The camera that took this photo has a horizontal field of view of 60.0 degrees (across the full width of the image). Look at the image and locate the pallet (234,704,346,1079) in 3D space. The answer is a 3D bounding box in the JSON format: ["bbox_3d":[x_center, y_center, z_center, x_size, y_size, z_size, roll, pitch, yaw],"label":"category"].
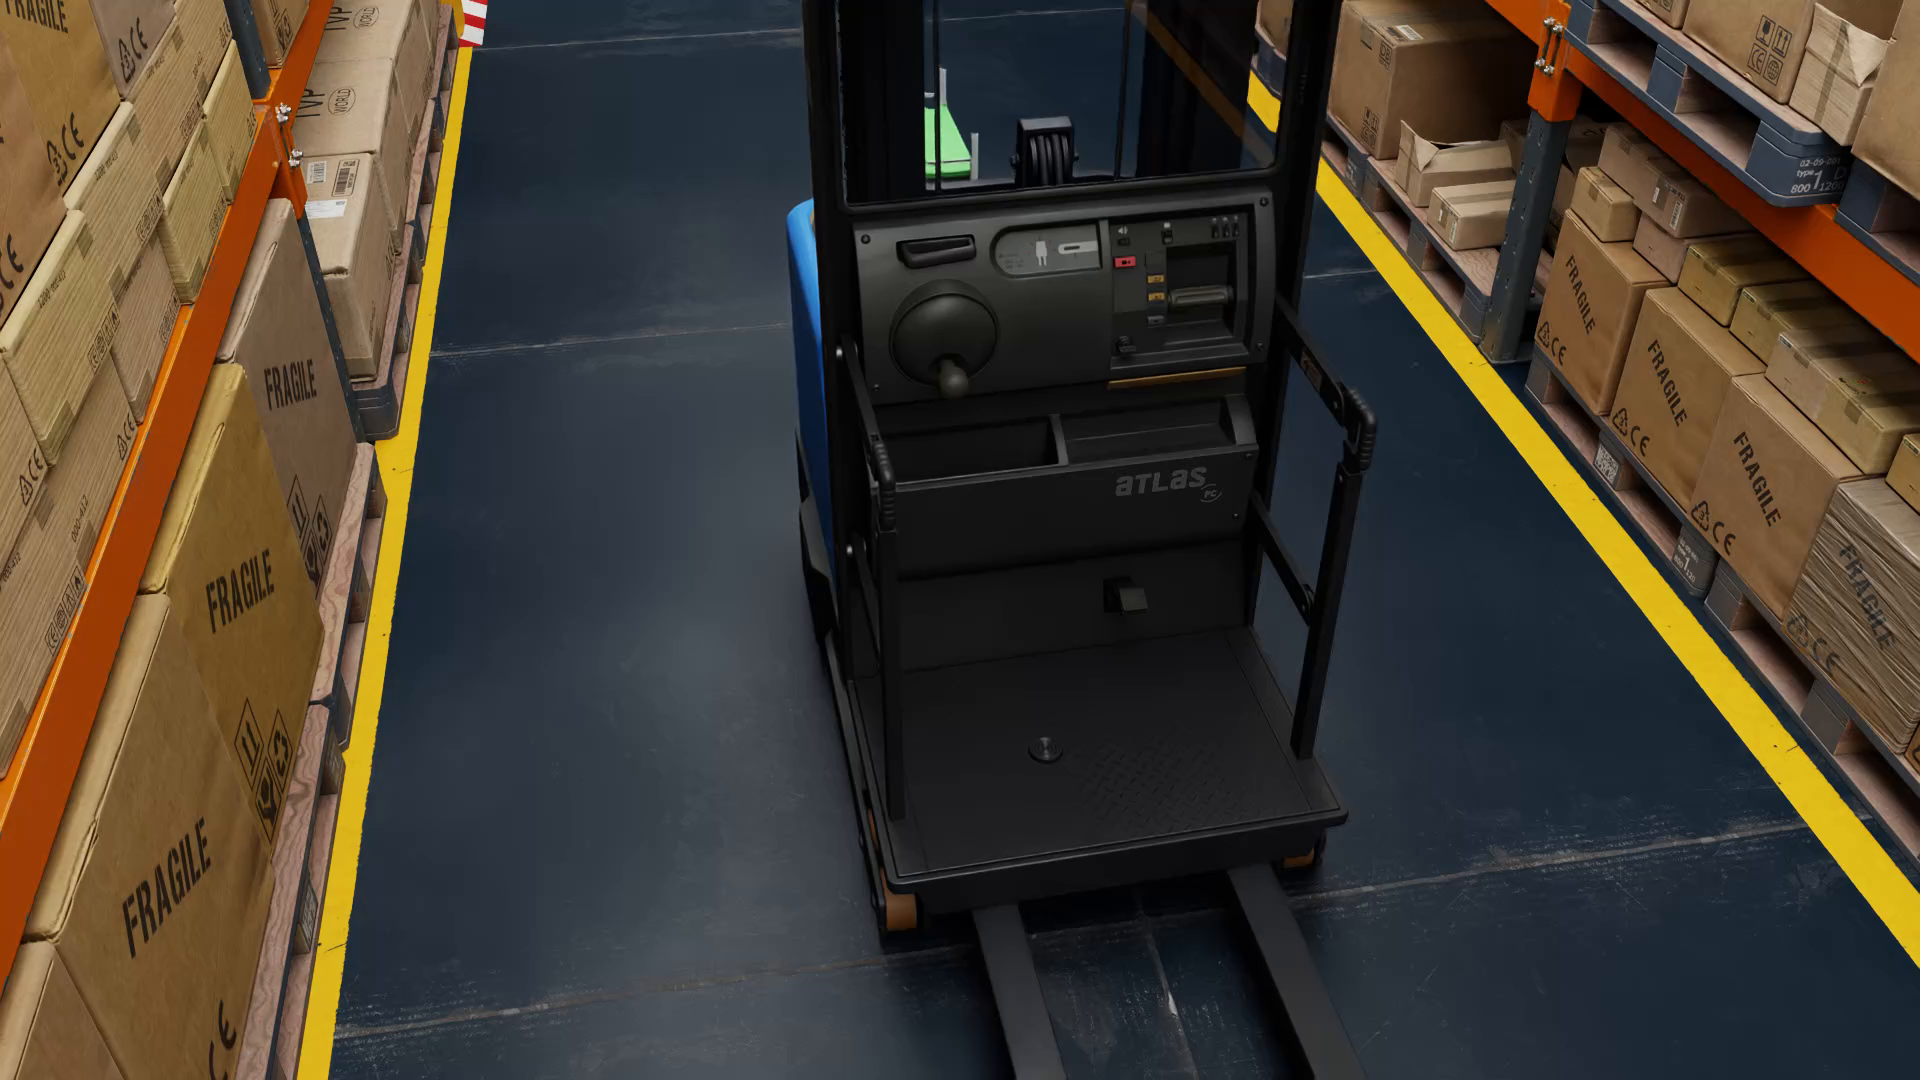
[{"bbox_3d":[-2.039,0.926,3.886,1.003,0.211,1.213,-6,38,-8],"label":"pallet"}]

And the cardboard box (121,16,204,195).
[{"bbox_3d":[-2.054,-0.968,3.766,0.500,0.250,0.500,-5,38,-7],"label":"cardboard box"}]

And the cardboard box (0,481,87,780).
[{"bbox_3d":[-1.796,0.156,2.727,0.500,0.250,0.500,-5,38,-6],"label":"cardboard box"}]

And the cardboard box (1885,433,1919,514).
[{"bbox_3d":[2.588,-0.155,4.171,0.380,0.149,0.250,-6,38,-8],"label":"cardboard box"}]

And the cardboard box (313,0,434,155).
[{"bbox_3d":[-2.784,-2.001,7.127,0.875,0.438,0.875,-5,38,-7],"label":"cardboard box"}]

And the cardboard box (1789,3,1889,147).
[{"bbox_3d":[2.286,-1.140,4.039,0.396,0.266,0.258,-4,38,-6],"label":"cardboard box"}]

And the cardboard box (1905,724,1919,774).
[{"bbox_3d":[2.664,0.478,3.884,0.500,0.500,0.500,-5,38,-6],"label":"cardboard box"}]

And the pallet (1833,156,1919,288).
[{"bbox_3d":[2.776,-0.590,3.720,1.003,0.211,1.213,-6,38,-8],"label":"pallet"}]

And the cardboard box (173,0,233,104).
[{"bbox_3d":[-2.149,-1.269,4.154,0.500,0.250,0.500,-6,38,-8],"label":"cardboard box"}]

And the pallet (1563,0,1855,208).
[{"bbox_3d":[2.453,-1.337,4.683,1.003,0.211,1.213,-6,38,-8],"label":"pallet"}]

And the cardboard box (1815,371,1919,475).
[{"bbox_3d":[2.512,-0.315,4.377,0.380,0.149,0.250,-5,38,-6],"label":"cardboard box"}]

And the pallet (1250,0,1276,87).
[{"bbox_3d":[1.873,-2.695,8.547,1.003,0.211,1.213,-6,38,-8],"label":"pallet"}]

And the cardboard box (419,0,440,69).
[{"bbox_3d":[-2.953,-2.553,7.838,0.875,0.438,0.875,-7,38,-9],"label":"cardboard box"}]

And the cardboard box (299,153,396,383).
[{"bbox_3d":[-2.470,-0.916,5.730,0.875,0.438,0.875,-7,38,-9],"label":"cardboard box"}]

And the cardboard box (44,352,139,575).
[{"bbox_3d":[-1.886,-0.142,3.110,0.500,0.250,0.500,-6,38,-8],"label":"cardboard box"}]

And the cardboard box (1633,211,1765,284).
[{"bbox_3d":[2.346,-0.938,5.179,0.380,0.149,0.250,-7,38,-9],"label":"cardboard box"}]

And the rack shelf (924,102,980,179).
[{"bbox_3d":[-0.116,-1.168,5.097,0.258,0.148,0.480,-7,38,-9],"label":"rack shelf"}]

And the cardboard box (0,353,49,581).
[{"bbox_3d":[-1.775,-0.041,2.572,0.500,0.250,0.500,-6,38,-8],"label":"cardboard box"}]

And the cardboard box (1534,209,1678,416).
[{"bbox_3d":[2.284,-0.770,5.491,0.500,0.500,0.500,-5,38,-6],"label":"cardboard box"}]

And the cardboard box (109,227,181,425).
[{"bbox_3d":[-1.981,-0.454,3.511,0.500,0.250,0.500,-7,38,-9],"label":"cardboard box"}]

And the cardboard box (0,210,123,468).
[{"bbox_3d":[-1.851,-0.348,2.968,0.500,0.250,0.500,-6,38,-7],"label":"cardboard box"}]

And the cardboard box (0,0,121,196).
[{"bbox_3d":[-1.973,-0.943,3.122,0.500,0.500,0.500,-5,38,-7],"label":"cardboard box"}]

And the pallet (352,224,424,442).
[{"bbox_3d":[-2.522,-0.738,6.028,1.003,0.211,1.213,-6,38,-8],"label":"pallet"}]

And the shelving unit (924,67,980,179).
[{"bbox_3d":[-0.116,-0.839,5.352,0.258,1.200,0.503,-7,38,-9],"label":"shelving unit"}]

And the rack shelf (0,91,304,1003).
[{"bbox_3d":[-2.115,0.121,3.236,1.077,0.370,4.000,-6,38,-8],"label":"rack shelf"}]

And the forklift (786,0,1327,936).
[{"bbox_3d":[0.282,-0.462,3.455,1.130,2.935,3.031,-7,38,-9],"label":"forklift"}]

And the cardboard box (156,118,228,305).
[{"bbox_3d":[-2.051,-0.760,3.906,0.500,0.250,0.500,-7,38,-9],"label":"cardboard box"}]

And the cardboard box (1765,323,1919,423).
[{"bbox_3d":[2.471,-0.465,4.570,0.380,0.149,0.250,-6,38,-8],"label":"cardboard box"}]

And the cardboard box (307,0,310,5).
[{"bbox_3d":[-2.374,-2.027,5.332,0.500,0.500,0.500,-6,38,-8],"label":"cardboard box"}]

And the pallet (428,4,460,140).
[{"bbox_3d":[-2.950,-2.211,7.925,1.003,0.211,1.213,-6,38,-8],"label":"pallet"}]

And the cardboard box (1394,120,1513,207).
[{"bbox_3d":[1.971,-1.514,6.640,0.396,0.266,0.258,-5,38,-6],"label":"cardboard box"}]

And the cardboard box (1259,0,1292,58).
[{"bbox_3d":[1.845,-2.602,7.849,0.700,0.500,0.500,-5,38,-6],"label":"cardboard box"}]

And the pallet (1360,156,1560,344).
[{"bbox_3d":[2.301,-1.221,6.650,1.003,0.211,1.213,-6,38,-8],"label":"pallet"}]

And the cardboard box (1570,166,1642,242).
[{"bbox_3d":[2.221,-1.097,5.383,0.380,0.149,0.250,-5,38,-6],"label":"cardboard box"}]

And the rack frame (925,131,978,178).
[{"bbox_3d":[-0.067,-0.692,5.163,0.240,1.200,0.015,-7,38,-9],"label":"rack frame"}]

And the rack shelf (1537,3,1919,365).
[{"bbox_3d":[2.771,-0.415,3.926,1.077,0.370,4.000,-6,38,-8],"label":"rack shelf"}]

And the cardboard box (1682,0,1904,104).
[{"bbox_3d":[2.376,-1.484,4.291,0.700,0.500,0.500,-6,38,-7],"label":"cardboard box"}]

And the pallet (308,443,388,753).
[{"bbox_3d":[-2.256,0.188,4.836,1.003,0.211,1.213,-6,38,-8],"label":"pallet"}]

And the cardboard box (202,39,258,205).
[{"bbox_3d":[-2.139,-1.068,4.302,0.500,0.250,0.500,-7,38,-9],"label":"cardboard box"}]

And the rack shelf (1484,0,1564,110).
[{"bbox_3d":[2.070,-2.831,7.036,1.077,0.370,4.000,-6,38,-8],"label":"rack shelf"}]

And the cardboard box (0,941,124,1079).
[{"bbox_3d":[-1.804,1.292,2.532,0.875,0.875,0.875,-7,38,-8],"label":"cardboard box"}]

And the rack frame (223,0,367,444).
[{"bbox_3d":[-2.466,-1.371,4.570,1.000,3.000,0.127,-6,38,-8],"label":"rack frame"}]

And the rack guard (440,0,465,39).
[{"bbox_3d":[-3.171,-2.815,8.465,1.175,0.500,0.348,-6,38,-8],"label":"rack guard"}]

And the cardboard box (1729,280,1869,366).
[{"bbox_3d":[2.464,-0.620,4.770,0.380,0.149,0.250,-7,38,-9],"label":"cardboard box"}]

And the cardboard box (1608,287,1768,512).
[{"bbox_3d":[2.387,-0.449,5.078,0.500,0.500,0.500,-7,38,-9],"label":"cardboard box"}]

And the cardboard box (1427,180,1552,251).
[{"bbox_3d":[2.034,-1.252,6.398,0.380,0.149,0.250,-7,38,-9],"label":"cardboard box"}]

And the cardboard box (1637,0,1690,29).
[{"bbox_3d":[2.285,-1.796,4.694,0.700,0.500,0.500,-5,38,-7],"label":"cardboard box"}]

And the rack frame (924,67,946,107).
[{"bbox_3d":[-0.164,-0.986,5.541,0.240,1.200,0.015,-7,38,-9],"label":"rack frame"}]

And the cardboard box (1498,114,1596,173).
[{"bbox_3d":[2.461,-1.634,6.889,0.380,0.149,0.250,-7,38,-9],"label":"cardboard box"}]

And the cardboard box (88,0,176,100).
[{"bbox_3d":[-2.042,-1.251,3.519,0.500,0.500,0.500,-6,38,-7],"label":"cardboard box"}]

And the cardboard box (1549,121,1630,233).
[{"bbox_3d":[2.537,-1.436,6.503,0.500,0.311,0.500,-5,38,-6],"label":"cardboard box"}]

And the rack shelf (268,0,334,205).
[{"bbox_3d":[-2.816,-2.295,6.346,1.077,0.370,4.000,-6,38,-8],"label":"rack shelf"}]

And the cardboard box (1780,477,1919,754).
[{"bbox_3d":[2.555,0.167,4.286,0.500,0.500,0.500,-8,38,-10],"label":"cardboard box"}]

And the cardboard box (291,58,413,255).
[{"bbox_3d":[-2.628,-1.457,6.426,0.875,0.438,0.875,-7,38,-9],"label":"cardboard box"}]

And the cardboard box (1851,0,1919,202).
[{"bbox_3d":[2.513,-1.010,3.681,0.700,0.500,0.500,-6,38,-8],"label":"cardboard box"}]

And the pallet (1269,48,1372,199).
[{"bbox_3d":[2.084,-1.959,7.600,1.003,0.211,1.213,-6,38,-8],"label":"pallet"}]

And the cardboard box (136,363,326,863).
[{"bbox_3d":[-2.112,0.213,3.921,0.875,0.875,0.875,-5,38,-7],"label":"cardboard box"}]

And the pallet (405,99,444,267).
[{"bbox_3d":[-2.739,-1.476,6.978,1.003,0.211,1.213,-6,38,-8],"label":"pallet"}]

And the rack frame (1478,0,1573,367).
[{"bbox_3d":[2.420,-1.907,5.260,1.000,3.000,0.127,-6,38,-8],"label":"rack frame"}]
